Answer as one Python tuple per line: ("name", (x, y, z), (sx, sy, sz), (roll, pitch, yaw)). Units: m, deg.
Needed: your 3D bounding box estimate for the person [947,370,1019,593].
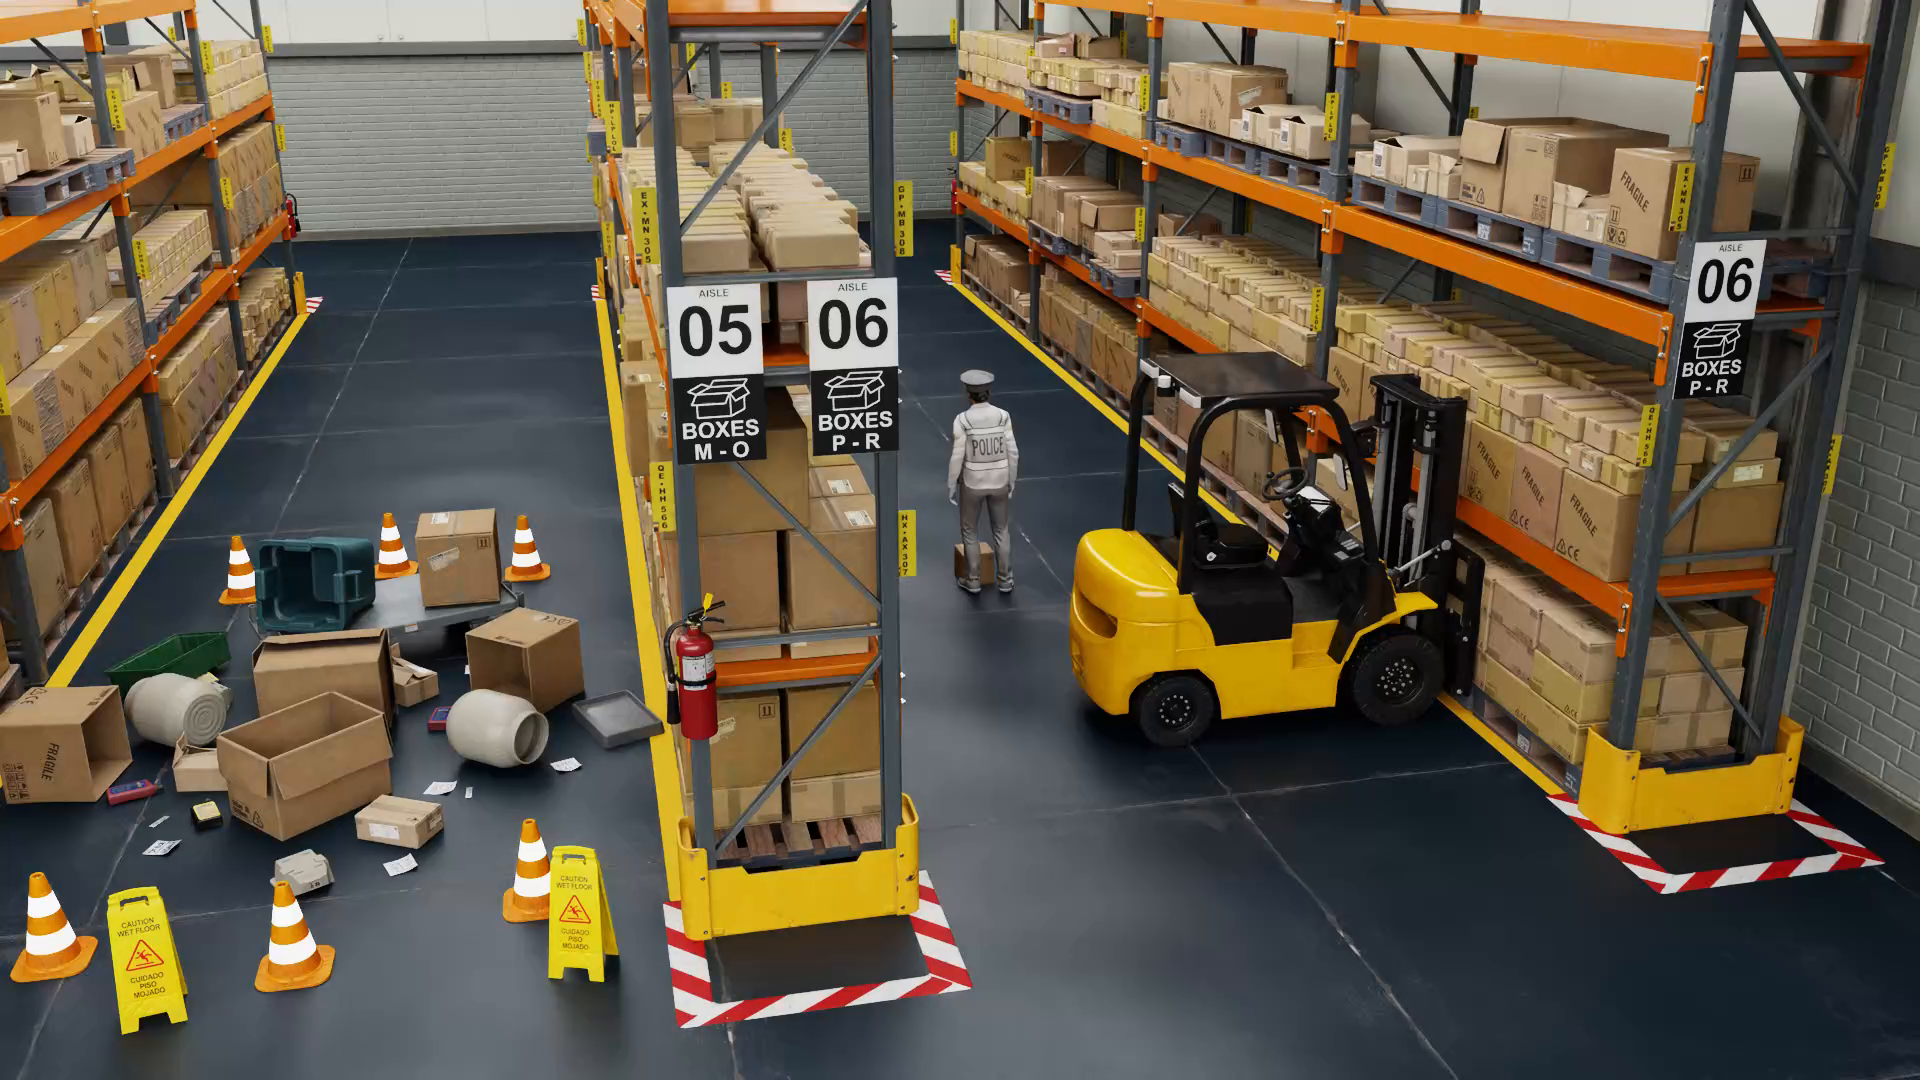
("person", (0.167, -0.409, 12.208), (0.527, 1.662, 0.415), (-6, 21, -16))
